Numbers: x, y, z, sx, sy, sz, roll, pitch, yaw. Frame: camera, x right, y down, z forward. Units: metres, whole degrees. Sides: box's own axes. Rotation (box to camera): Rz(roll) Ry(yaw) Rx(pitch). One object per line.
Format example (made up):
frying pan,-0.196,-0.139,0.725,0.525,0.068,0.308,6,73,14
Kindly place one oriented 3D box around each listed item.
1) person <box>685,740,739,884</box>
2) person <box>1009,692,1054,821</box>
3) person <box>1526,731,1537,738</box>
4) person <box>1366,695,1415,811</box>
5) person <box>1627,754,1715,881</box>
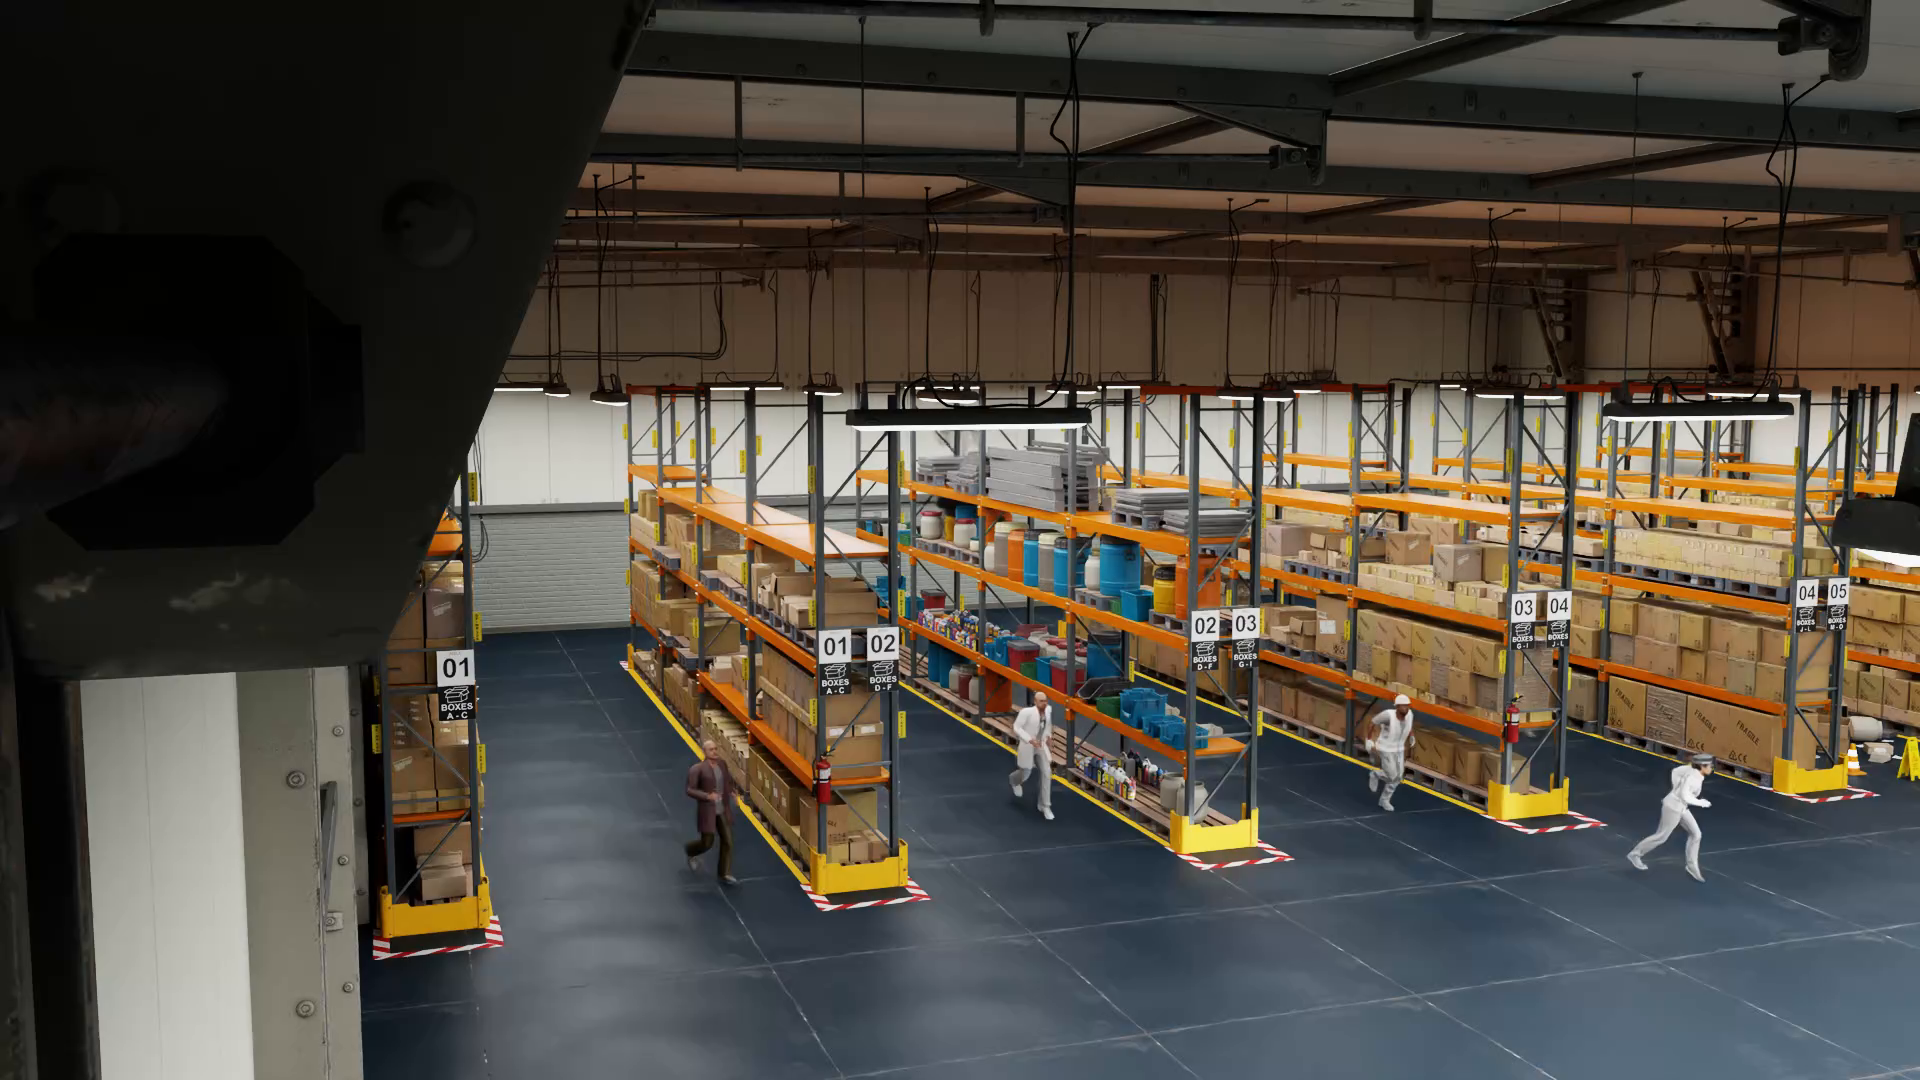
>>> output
person,-3.067,3.341,20.569,0.725,1.746,0.902,-5,8,-42
person,1.025,3.013,23.773,0.712,1.778,1.188,-3,7,-25
person,9.731,2.527,28.920,0.704,1.732,1.055,-3,7,-25
person,6.203,3.032,23.929,0.674,1.702,0.759,-3,7,-29
person,8.861,3.433,20.752,0.961,1.624,0.658,3,6,24
